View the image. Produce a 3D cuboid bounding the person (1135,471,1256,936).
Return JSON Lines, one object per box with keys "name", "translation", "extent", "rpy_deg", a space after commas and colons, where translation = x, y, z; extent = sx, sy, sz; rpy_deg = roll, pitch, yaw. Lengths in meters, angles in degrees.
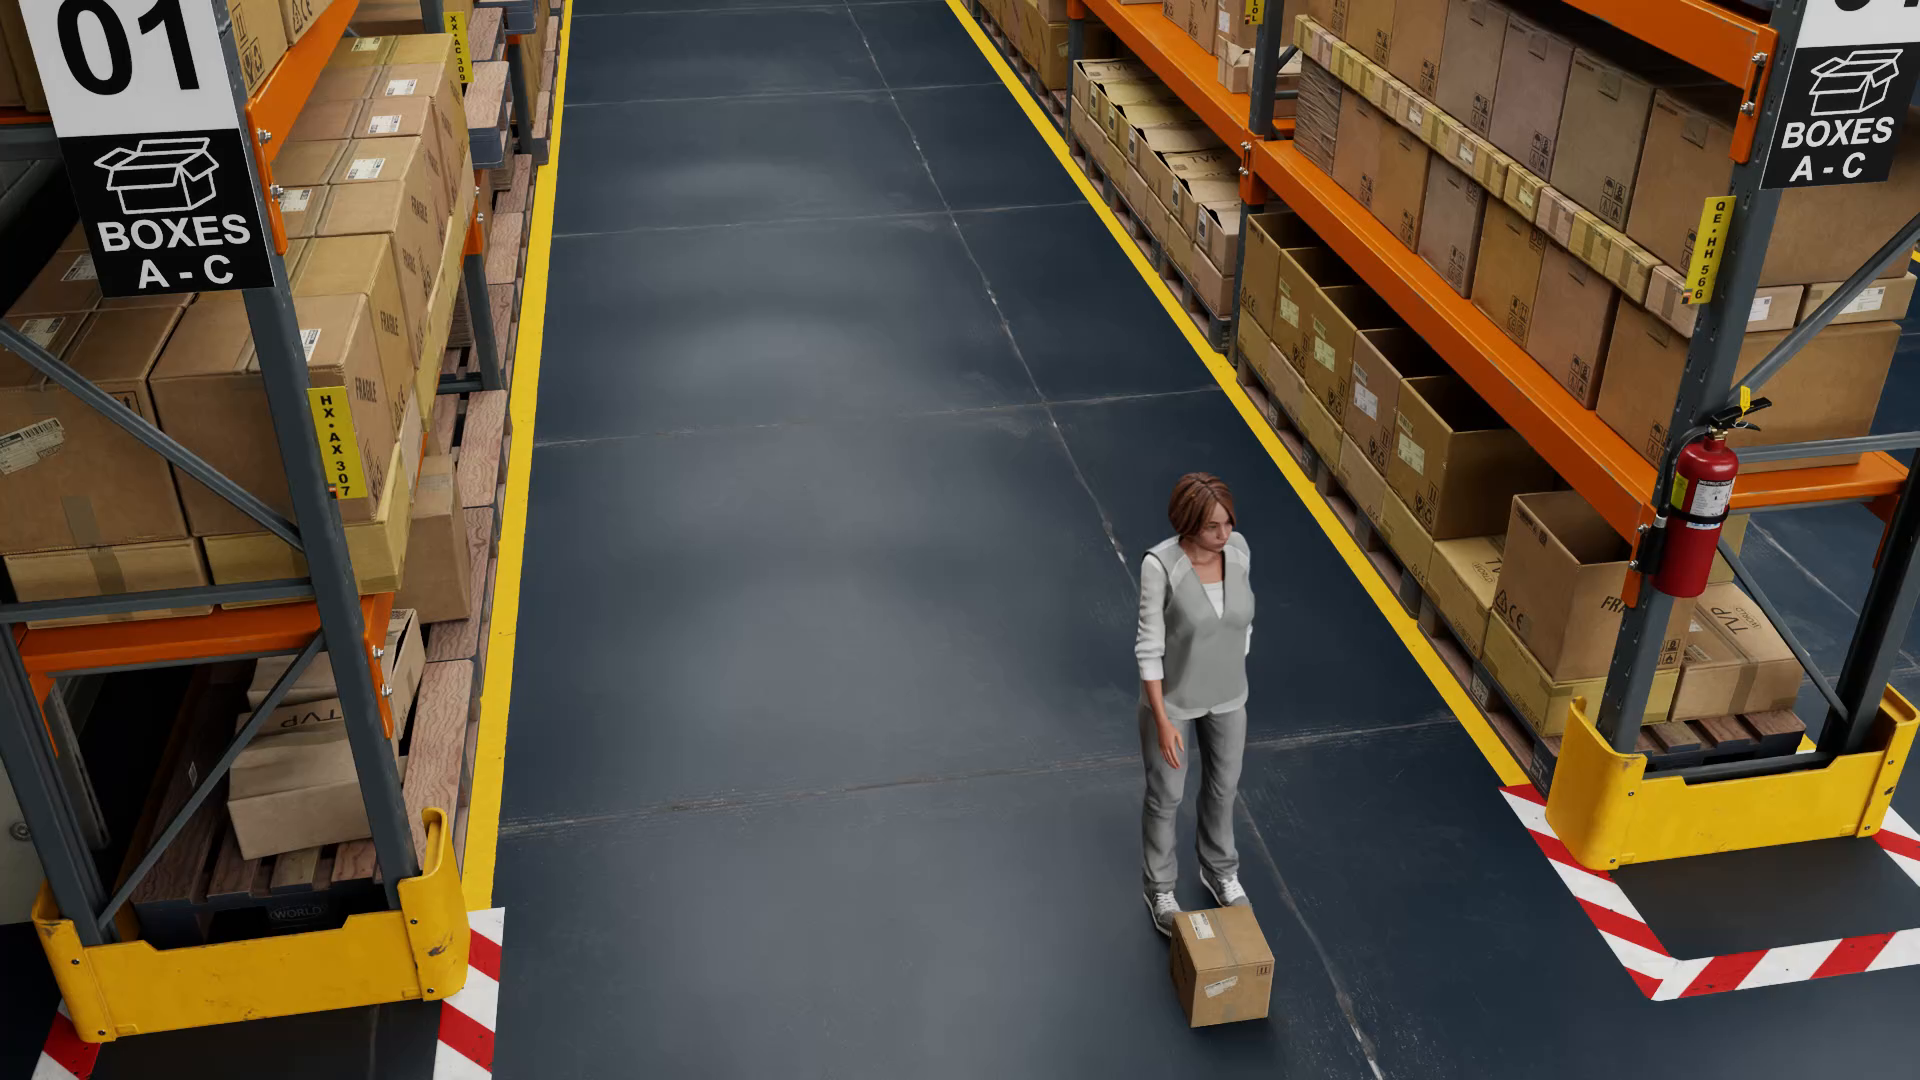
{"name": "person", "translation": [0.748, 0.536, 5.241], "extent": [0.427, 1.602, 0.397], "rpy_deg": [-8, 32, -14]}
